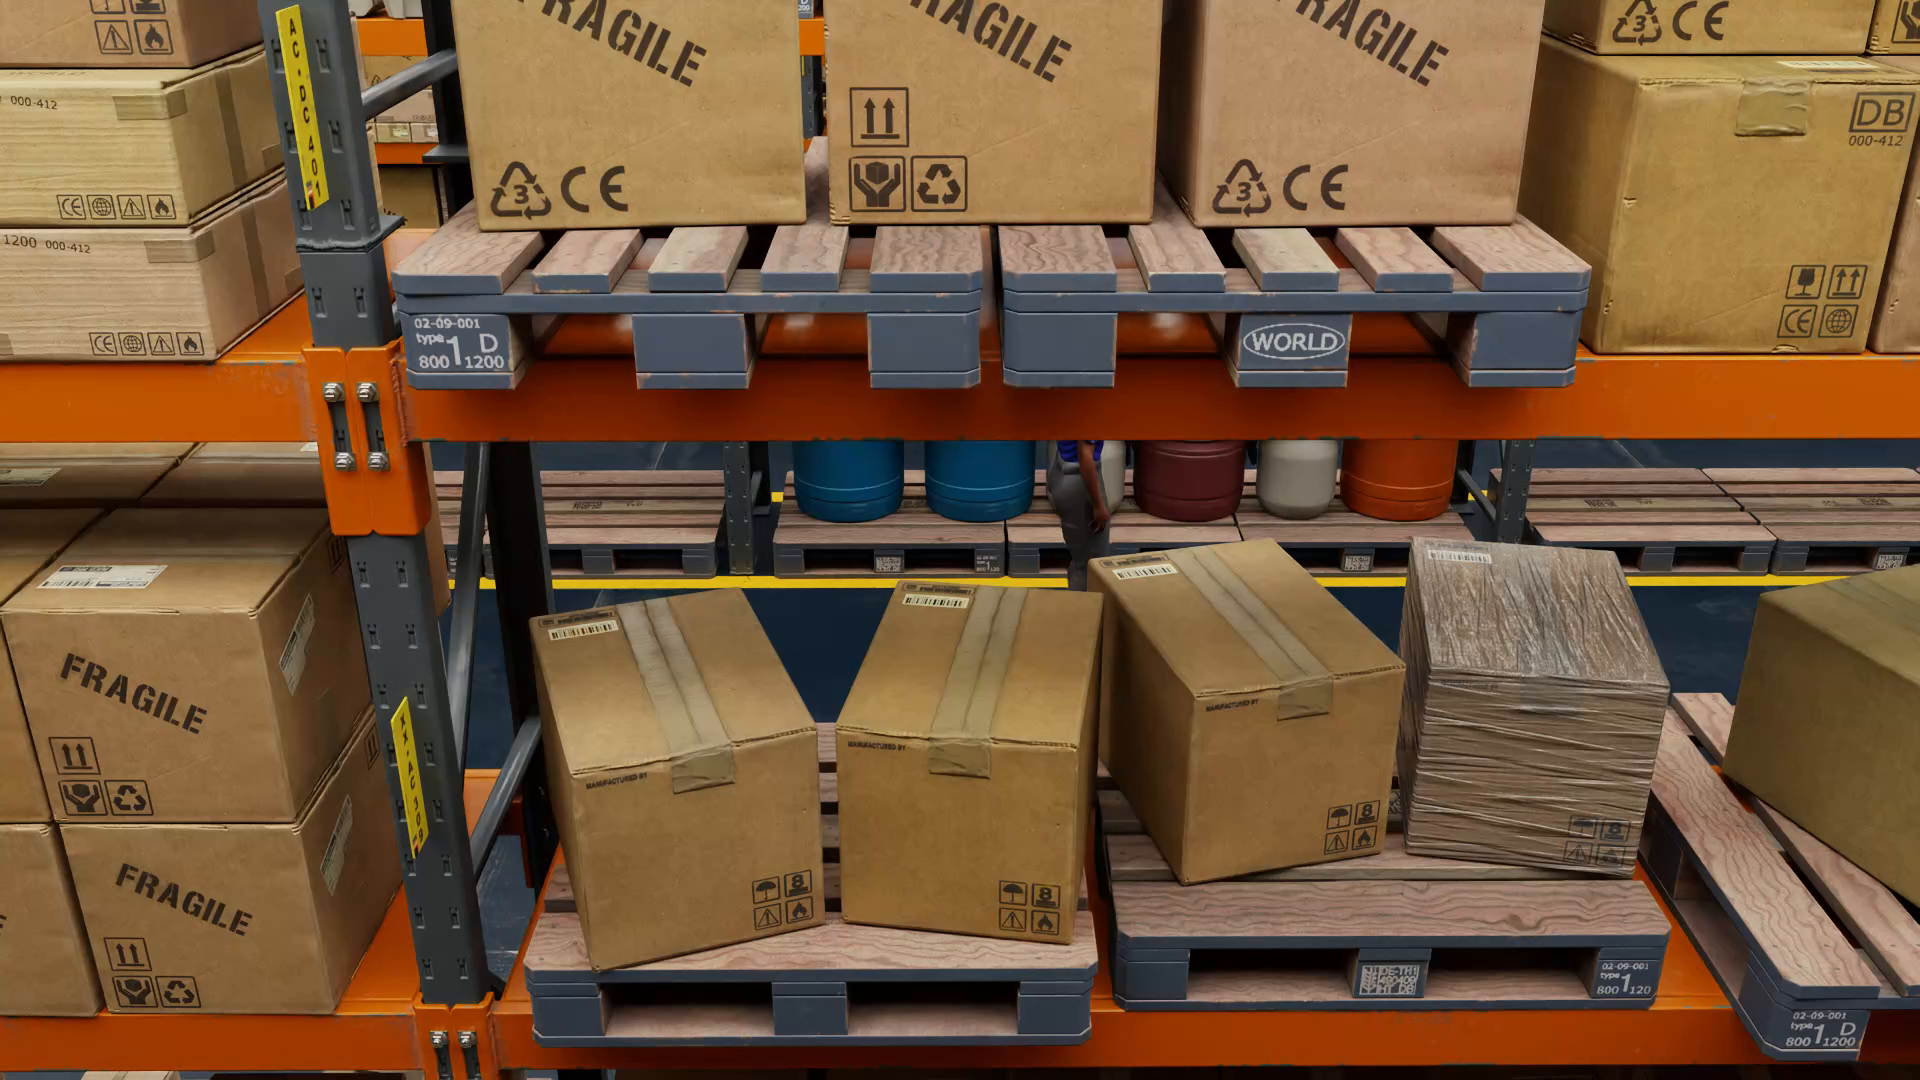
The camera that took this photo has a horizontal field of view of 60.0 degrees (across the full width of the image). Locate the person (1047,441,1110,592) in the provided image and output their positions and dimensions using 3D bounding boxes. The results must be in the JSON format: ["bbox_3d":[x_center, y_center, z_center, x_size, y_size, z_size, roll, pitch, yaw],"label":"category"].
[{"bbox_3d":[0.584,-0.233,7.628,0.353,1.654,0.531,-2,24,-4],"label":"person"}]
